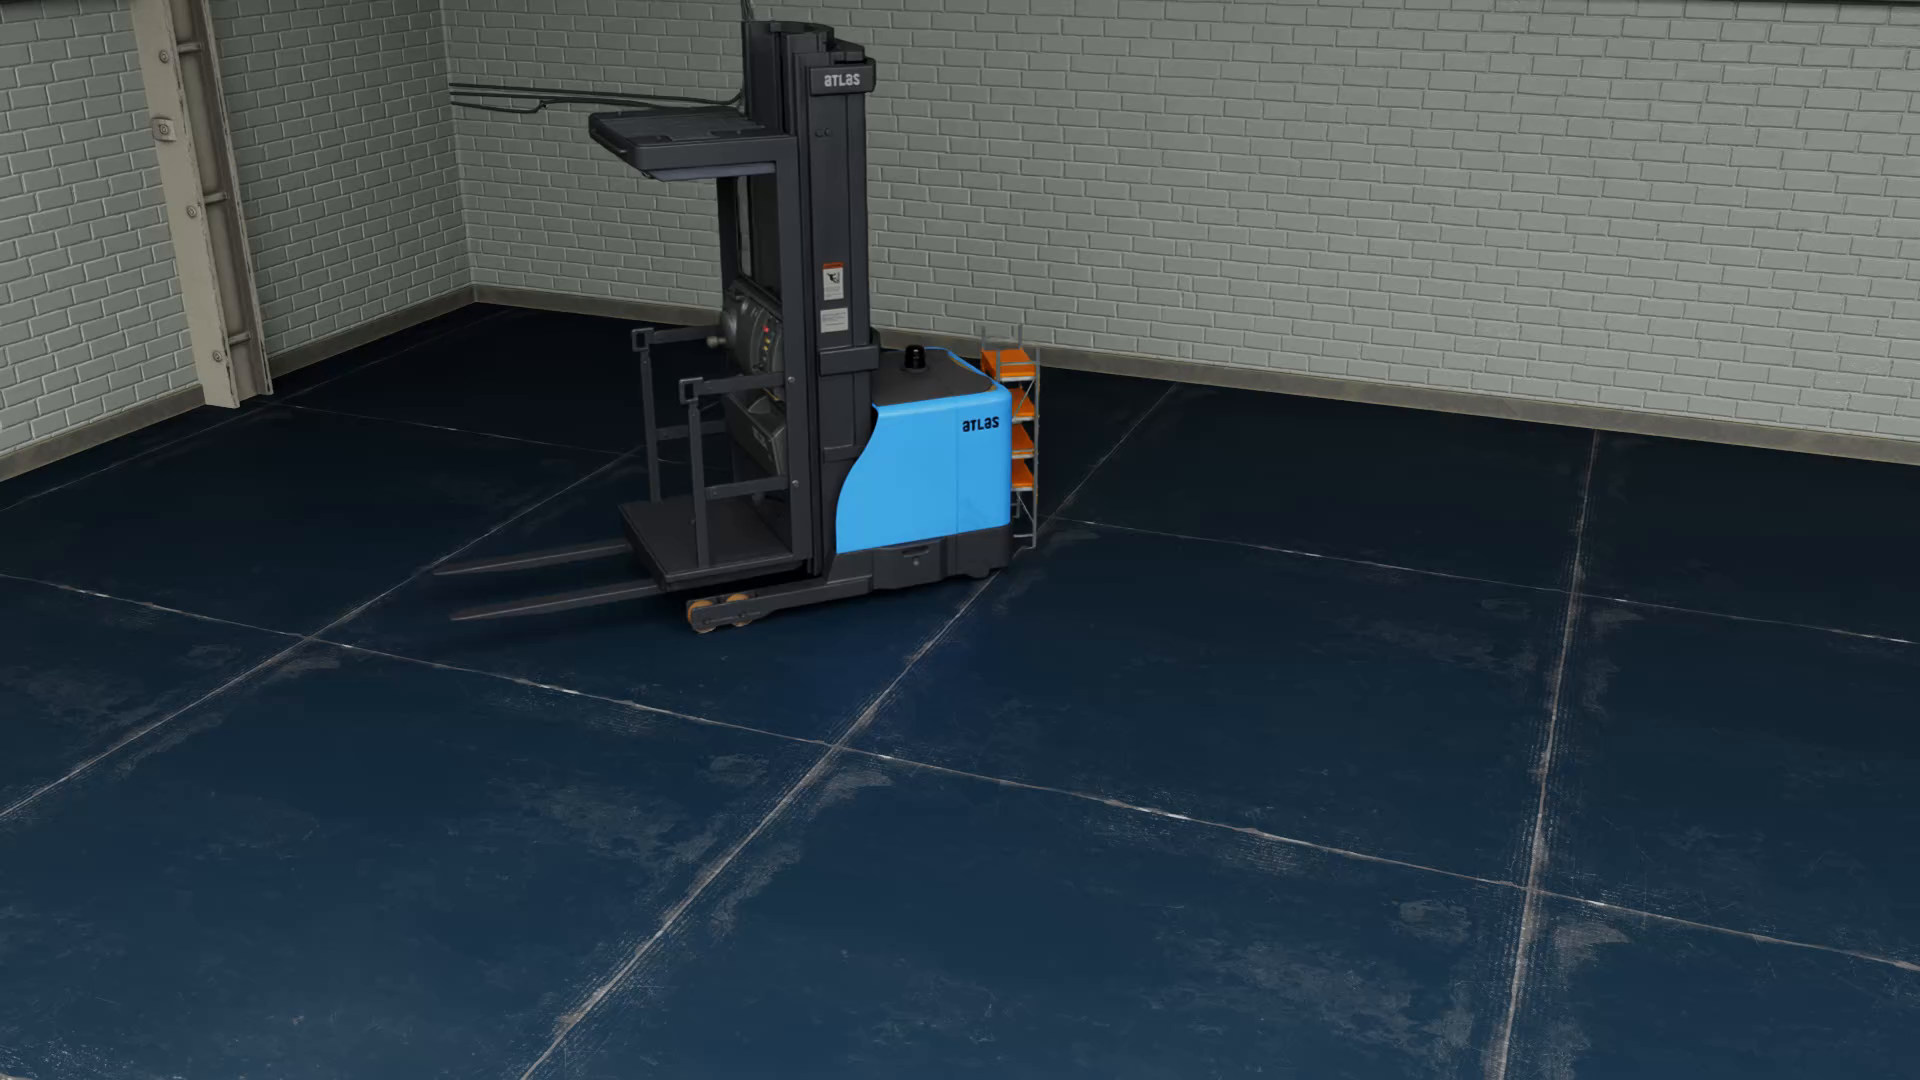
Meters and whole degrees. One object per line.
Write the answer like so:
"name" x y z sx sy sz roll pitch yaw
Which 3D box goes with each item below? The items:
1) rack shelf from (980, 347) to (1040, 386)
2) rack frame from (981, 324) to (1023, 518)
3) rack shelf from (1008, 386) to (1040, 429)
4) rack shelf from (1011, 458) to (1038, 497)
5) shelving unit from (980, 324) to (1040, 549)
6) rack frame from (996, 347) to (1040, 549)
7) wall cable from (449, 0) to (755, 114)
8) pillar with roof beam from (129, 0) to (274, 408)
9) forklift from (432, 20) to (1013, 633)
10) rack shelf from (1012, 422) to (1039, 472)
"rack shelf" 0.282 -0.956 9.463 0.258 0.148 0.480 -4 23 -9
"rack frame" 0.242 -0.686 9.836 0.240 1.200 0.015 -4 23 -9
"rack shelf" 0.282 -0.738 9.554 0.258 0.148 0.480 -4 23 -9
"rack shelf" 0.282 -0.348 9.717 0.258 0.148 0.480 -4 23 -9
"shelving unit" 0.282 -0.594 9.614 0.258 1.200 0.503 -4 23 -9
"rack frame" 0.321 -0.501 9.392 0.240 1.200 0.015 -4 23 -9
"wall cable" -2.992 -4.629 13.185 3.097 2.526 0.112 9 24 20
"pillar with roof beam" -1.317 -4.581 9.041 9.100 9.000 0.400 9 24 20
"forklift" -1.268 -1.103 8.589 3.031 2.935 1.130 -10 25 -22
"rack shelf" 0.282 -0.531 9.640 0.258 0.148 0.480 -4 23 -9
